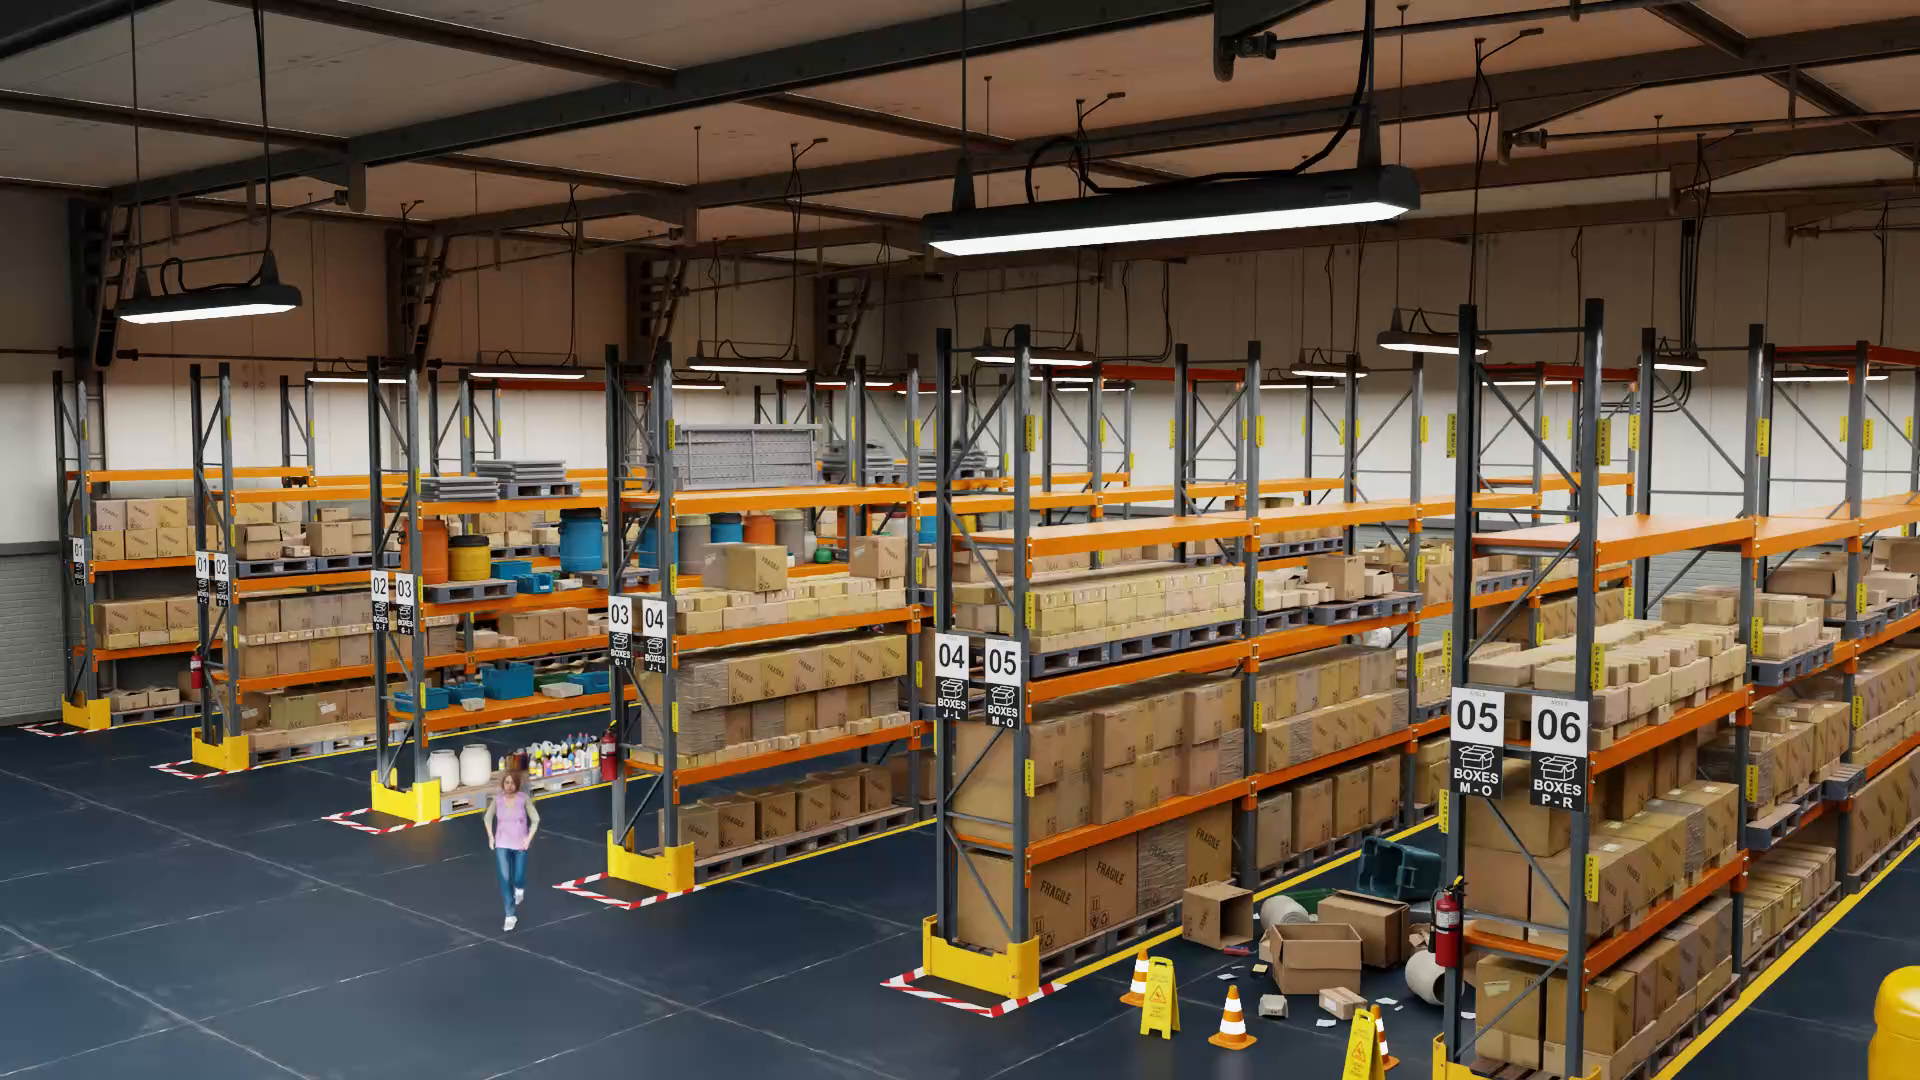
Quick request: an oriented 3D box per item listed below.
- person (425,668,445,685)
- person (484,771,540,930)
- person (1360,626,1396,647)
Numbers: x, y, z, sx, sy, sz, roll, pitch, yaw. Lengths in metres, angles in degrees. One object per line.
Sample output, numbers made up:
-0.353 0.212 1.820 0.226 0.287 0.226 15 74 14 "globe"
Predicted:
-9.530 2.190 29.965 0.578 1.619 0.569 3 5 33 "person"
-4.621 3.154 17.153 0.564 1.582 0.725 -1 4 -11 "person"
7.839 2.102 31.147 0.622 1.700 0.861 -3 5 -31 "person"
